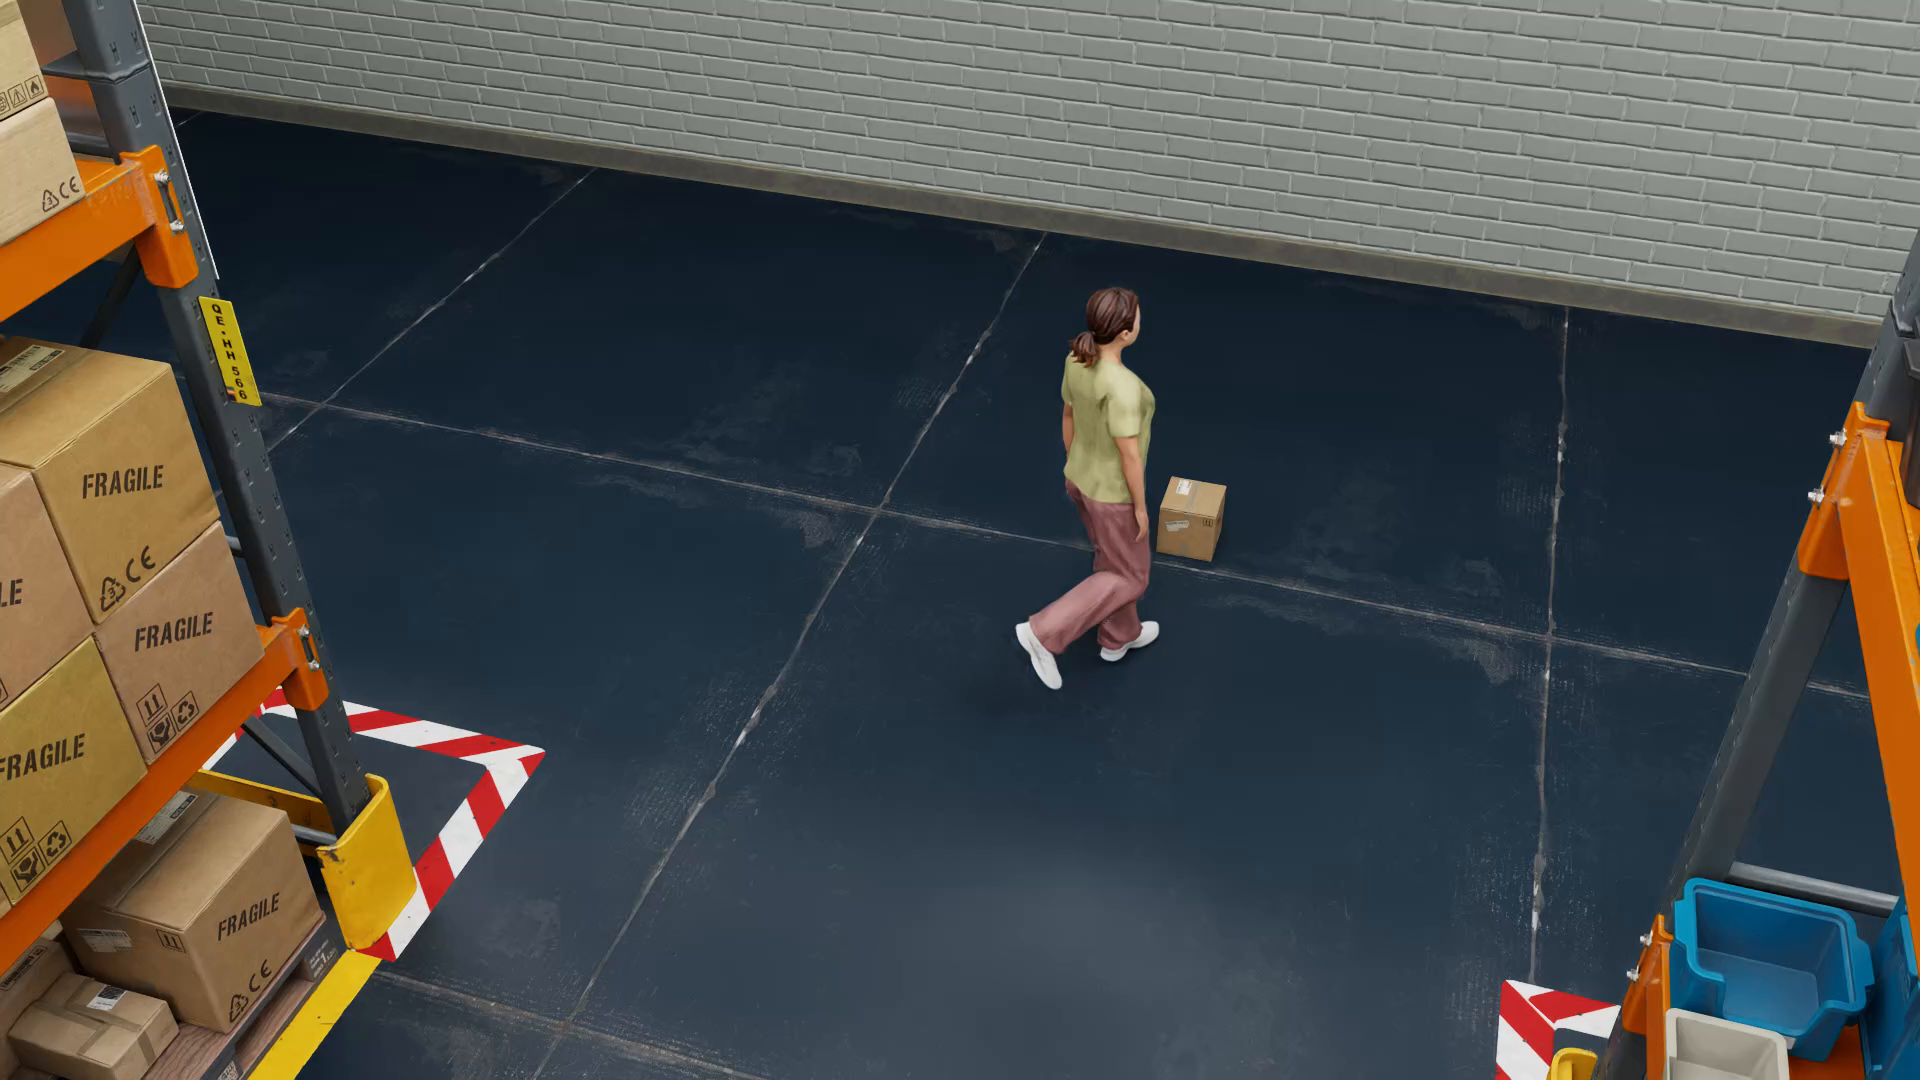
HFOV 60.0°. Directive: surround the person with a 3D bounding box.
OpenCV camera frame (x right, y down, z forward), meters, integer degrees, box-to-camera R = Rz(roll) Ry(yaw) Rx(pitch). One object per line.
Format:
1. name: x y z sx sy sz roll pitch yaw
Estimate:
1. person: 0.510 -0.184 6.383 0.713 1.660 0.513 -17 40 -21
